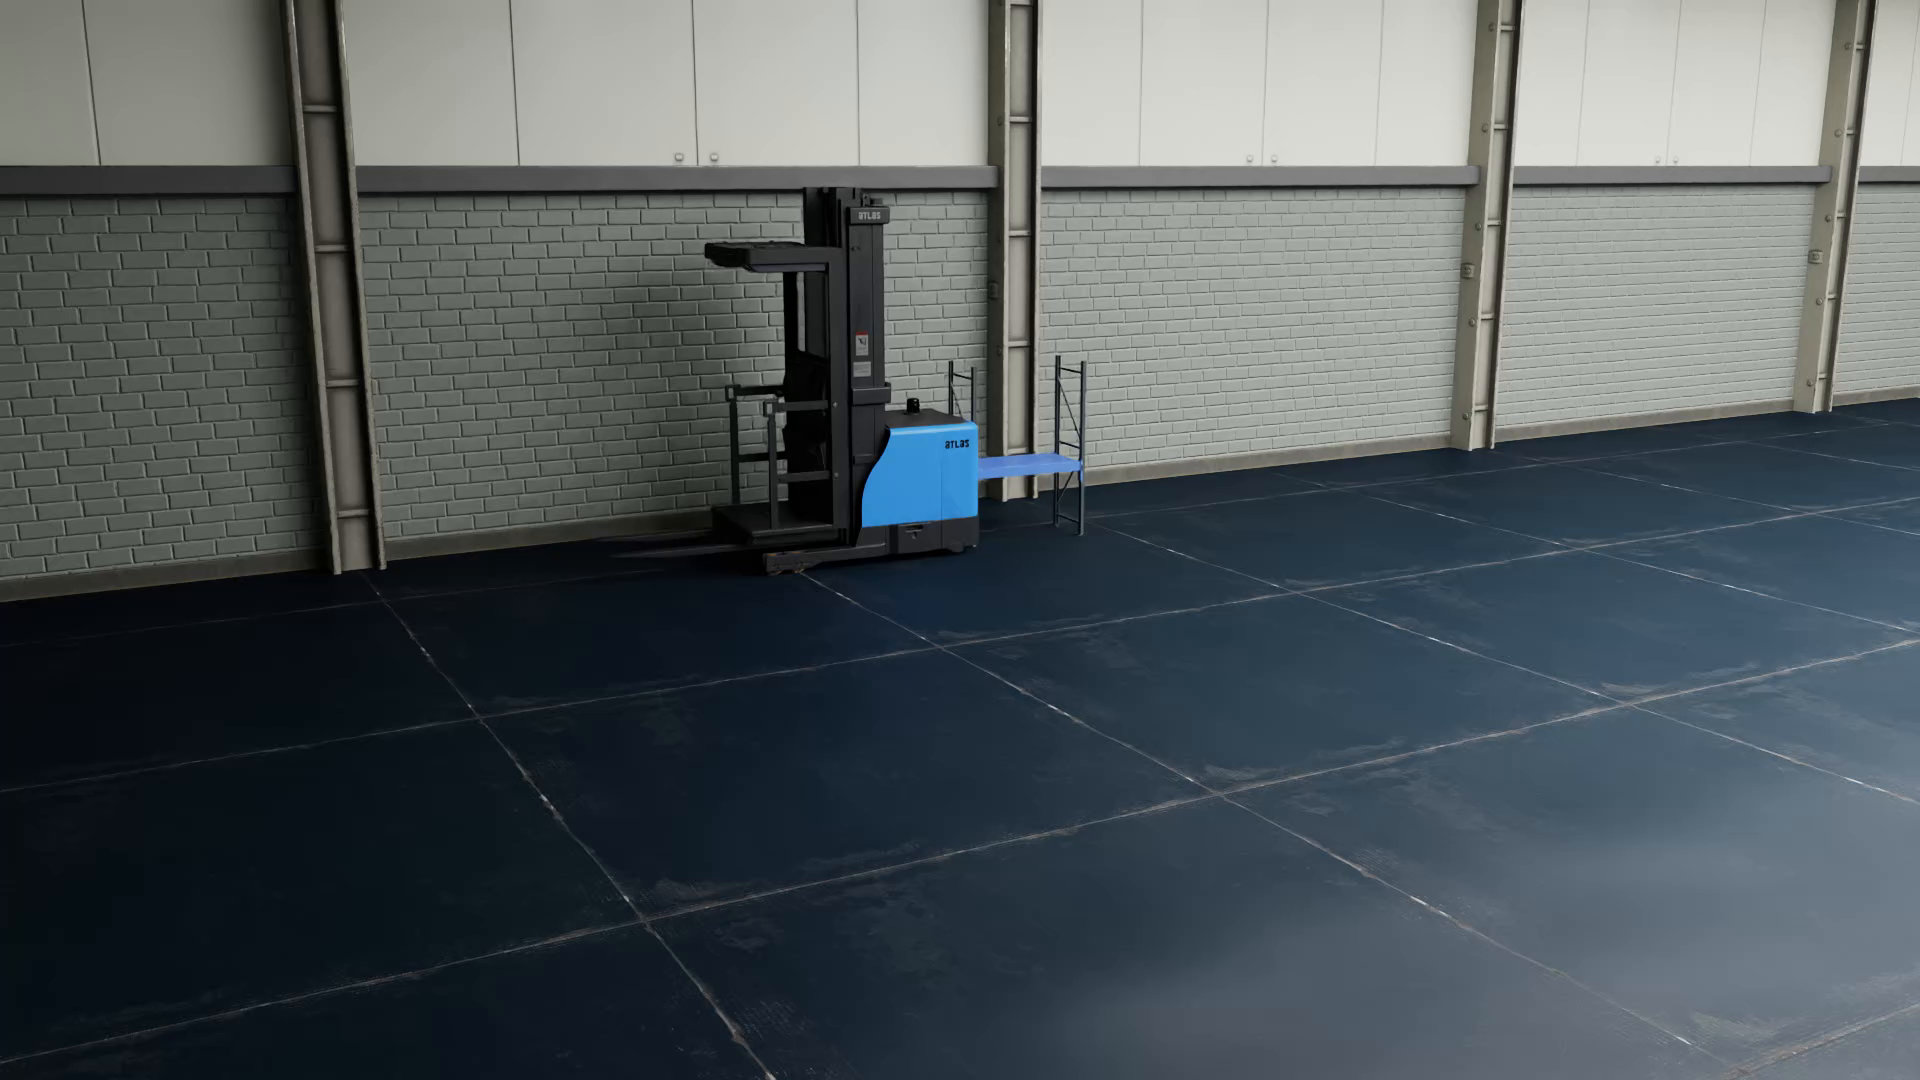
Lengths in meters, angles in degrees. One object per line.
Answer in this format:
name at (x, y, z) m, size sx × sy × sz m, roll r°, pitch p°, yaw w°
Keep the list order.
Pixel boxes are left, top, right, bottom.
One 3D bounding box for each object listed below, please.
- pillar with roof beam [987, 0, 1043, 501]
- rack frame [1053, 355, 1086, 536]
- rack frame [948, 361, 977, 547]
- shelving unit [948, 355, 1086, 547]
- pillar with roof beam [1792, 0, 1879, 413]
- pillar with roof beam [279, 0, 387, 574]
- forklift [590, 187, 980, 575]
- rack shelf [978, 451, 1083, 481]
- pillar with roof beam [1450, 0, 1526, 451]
pillar with roof beam at (2.563, -3.974, 11.273) m, size 0.400 × 9.000 × 9.100 m, roll -7°, pitch 14°, yaw -28°
rack frame at (0.942, -0.818, 14.327) m, size 0.032 × 1.500 × 0.500 m, roll -6°, pitch 14°, yaw -24°
rack frame at (0.019, -0.725, 13.913) m, size 0.032 × 1.500 × 0.500 m, roll -6°, pitch 14°, yaw -24°
shelving unit at (0.481, -0.771, 14.120) m, size 1.048 × 1.500 × 0.538 m, roll -6°, pitch 14°, yaw -24°
pillar with roof beam at (13.096, -5.237, 16.882) m, size 0.400 × 9.000 × 9.100 m, roll -7°, pitch 14°, yaw -28°
pillar with roof beam at (-2.703, -3.343, 8.468) m, size 0.400 × 9.000 × 9.100 m, roll -7°, pitch 14°, yaw -28°
forklift at (-1.401, -1.289, 13.159) m, size 3.031 × 2.935 × 1.130 m, roll -6°, pitch 14°, yaw -24°
rack shelf at (0.481, -0.596, 14.160) m, size 1.000 × 0.185 × 0.538 m, roll -6°, pitch 14°, yaw -24°
pillar with roof beam at (7.830, -4.605, 14.077) m, size 0.400 × 9.000 × 9.100 m, roll -7°, pitch 14°, yaw -28°
